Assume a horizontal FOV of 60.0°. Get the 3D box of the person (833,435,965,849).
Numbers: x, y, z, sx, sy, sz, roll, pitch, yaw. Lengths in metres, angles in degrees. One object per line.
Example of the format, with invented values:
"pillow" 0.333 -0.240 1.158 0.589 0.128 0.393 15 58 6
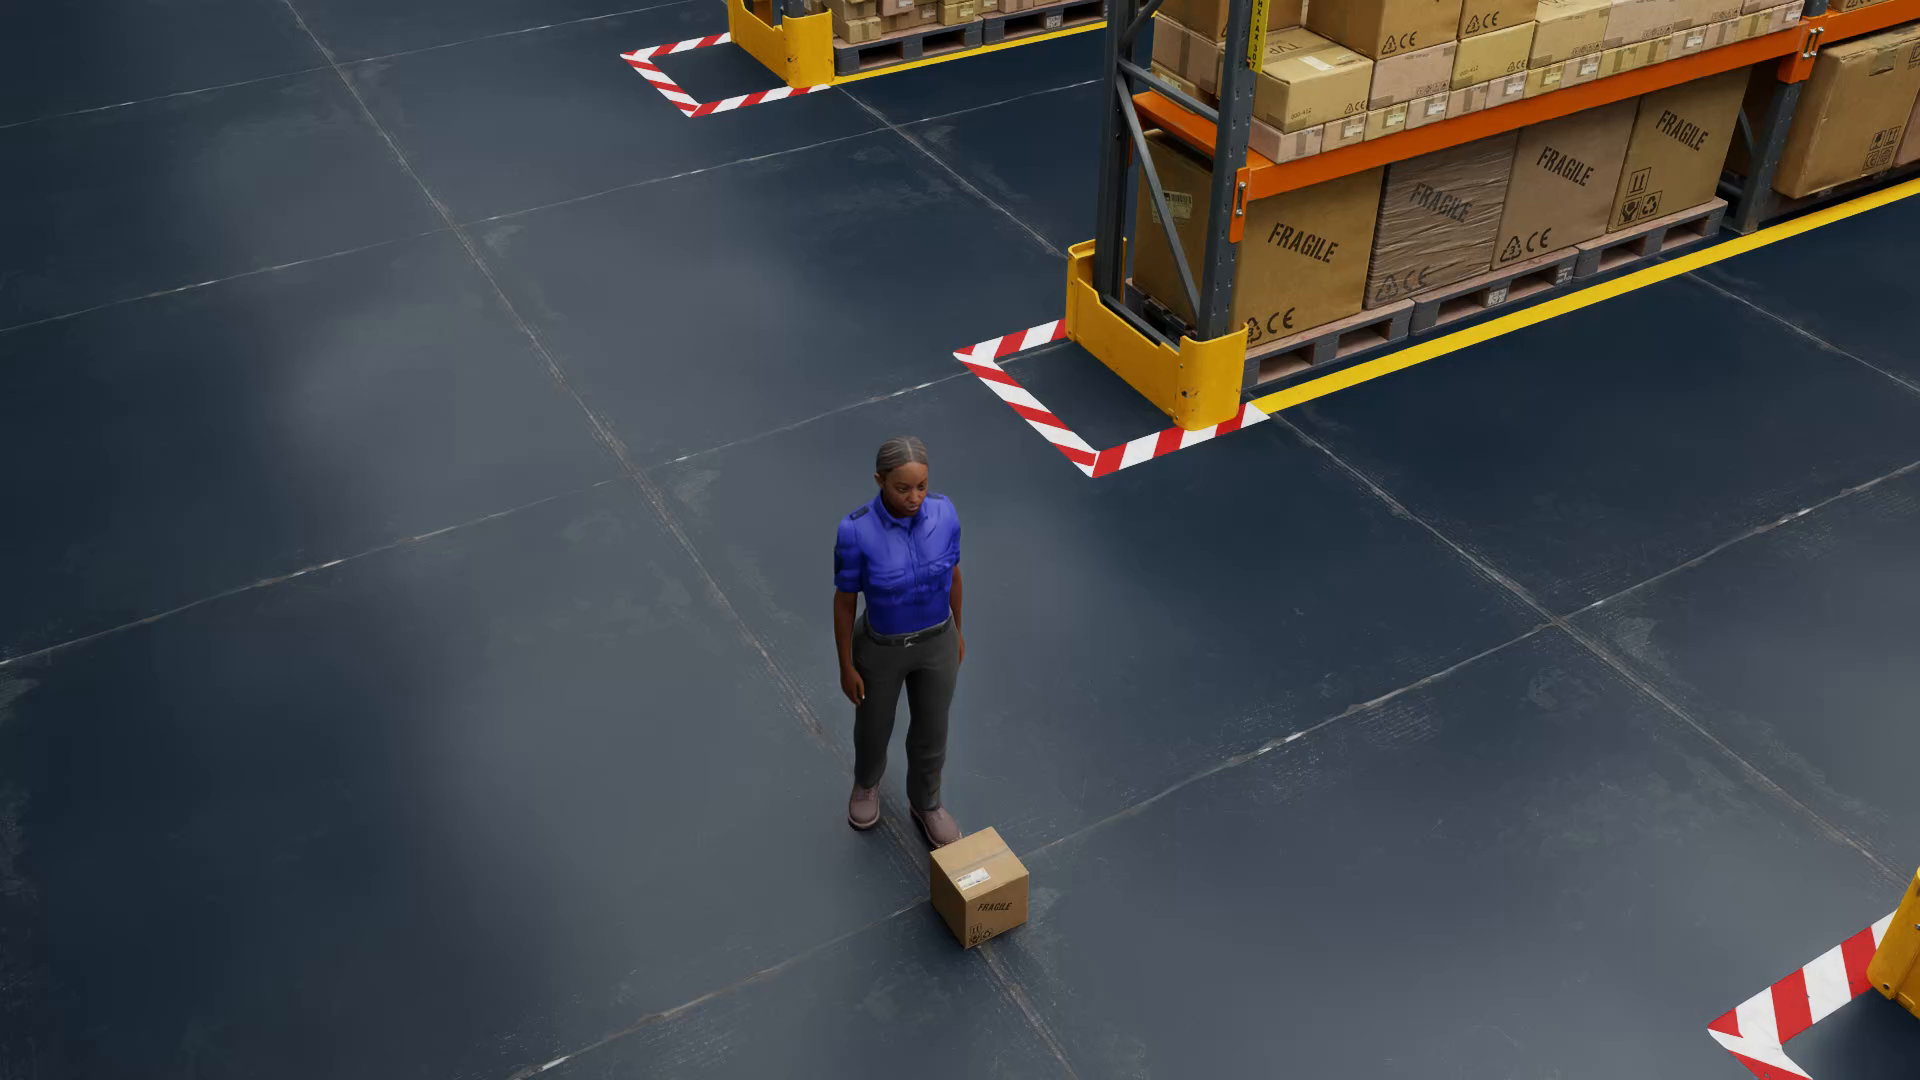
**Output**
"person" -0.201 0.362 5.674 0.474 1.653 0.490 -13 39 -17
